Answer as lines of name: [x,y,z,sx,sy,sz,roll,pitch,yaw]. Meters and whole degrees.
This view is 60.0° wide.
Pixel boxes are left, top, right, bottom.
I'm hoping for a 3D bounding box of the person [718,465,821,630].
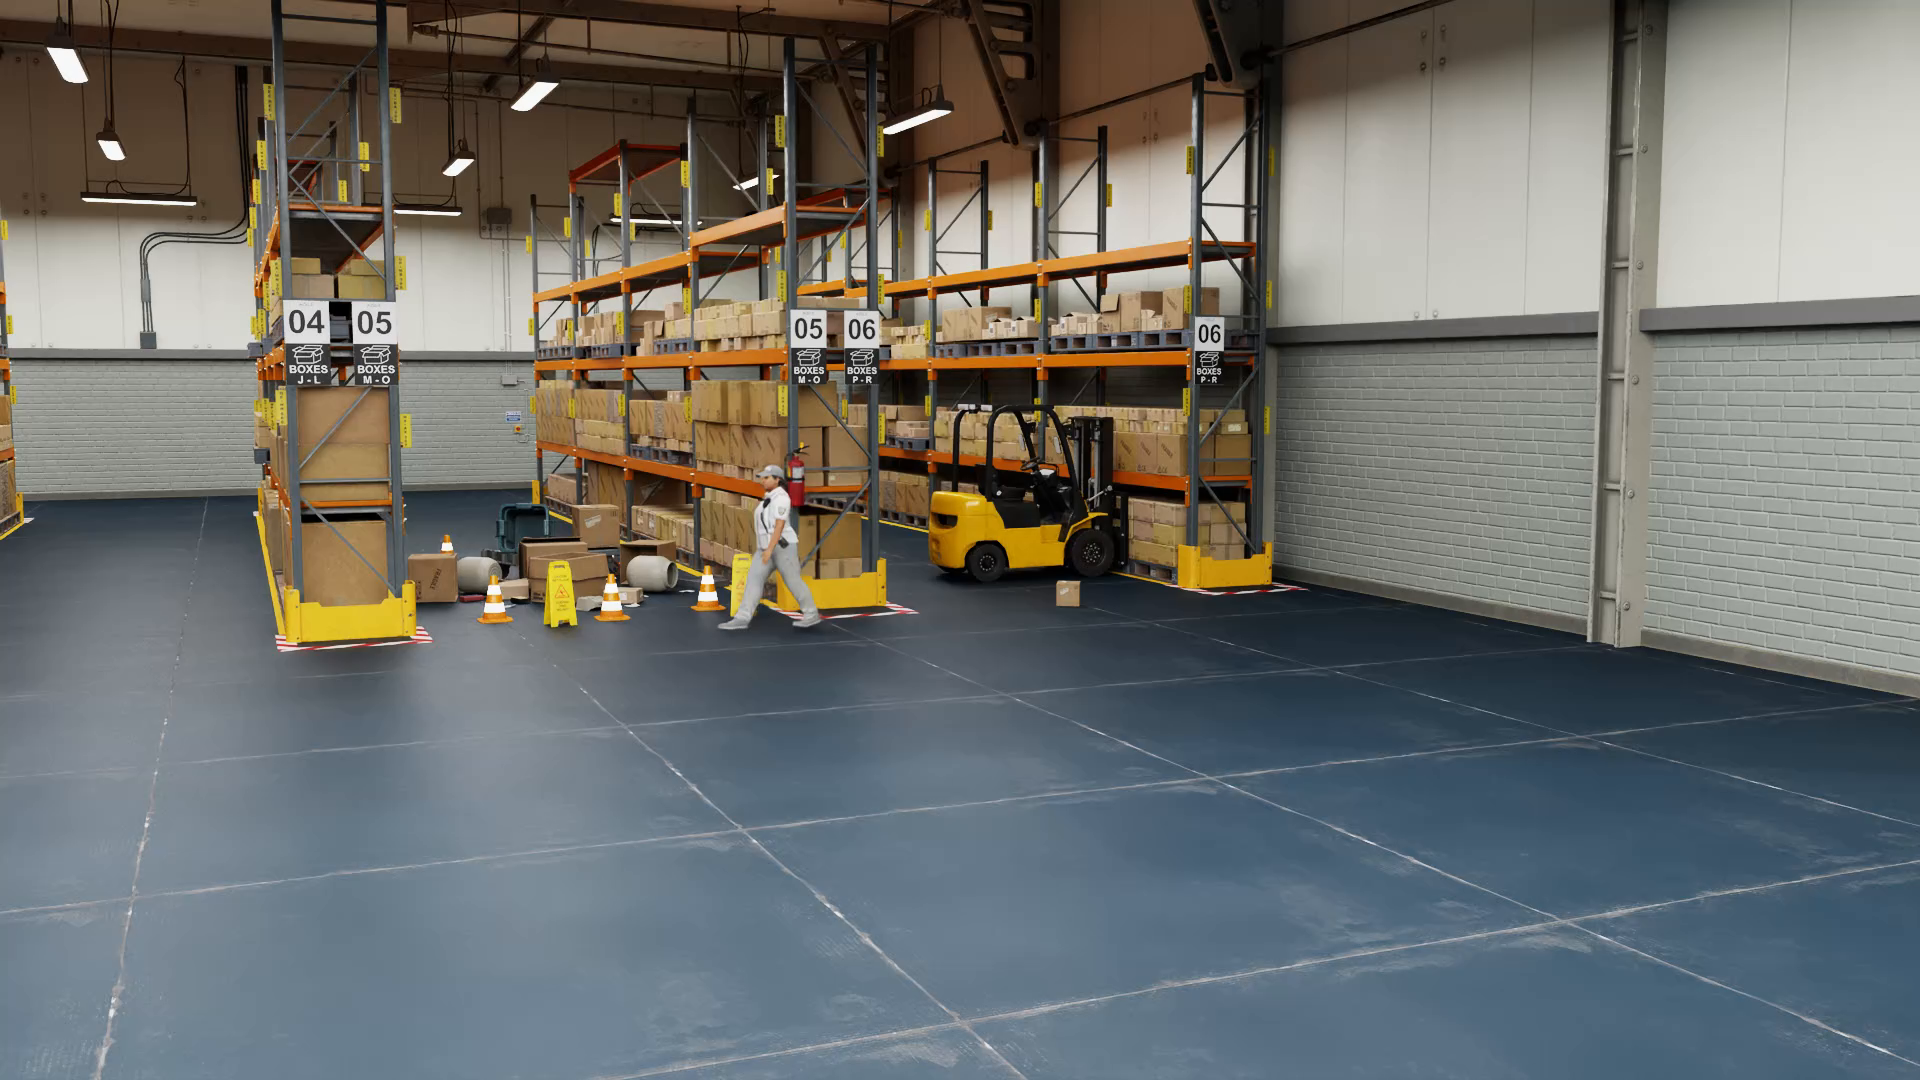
person: [-1.853,0.070,16.195,1.010,1.598,0.526,-3,6,-30]
